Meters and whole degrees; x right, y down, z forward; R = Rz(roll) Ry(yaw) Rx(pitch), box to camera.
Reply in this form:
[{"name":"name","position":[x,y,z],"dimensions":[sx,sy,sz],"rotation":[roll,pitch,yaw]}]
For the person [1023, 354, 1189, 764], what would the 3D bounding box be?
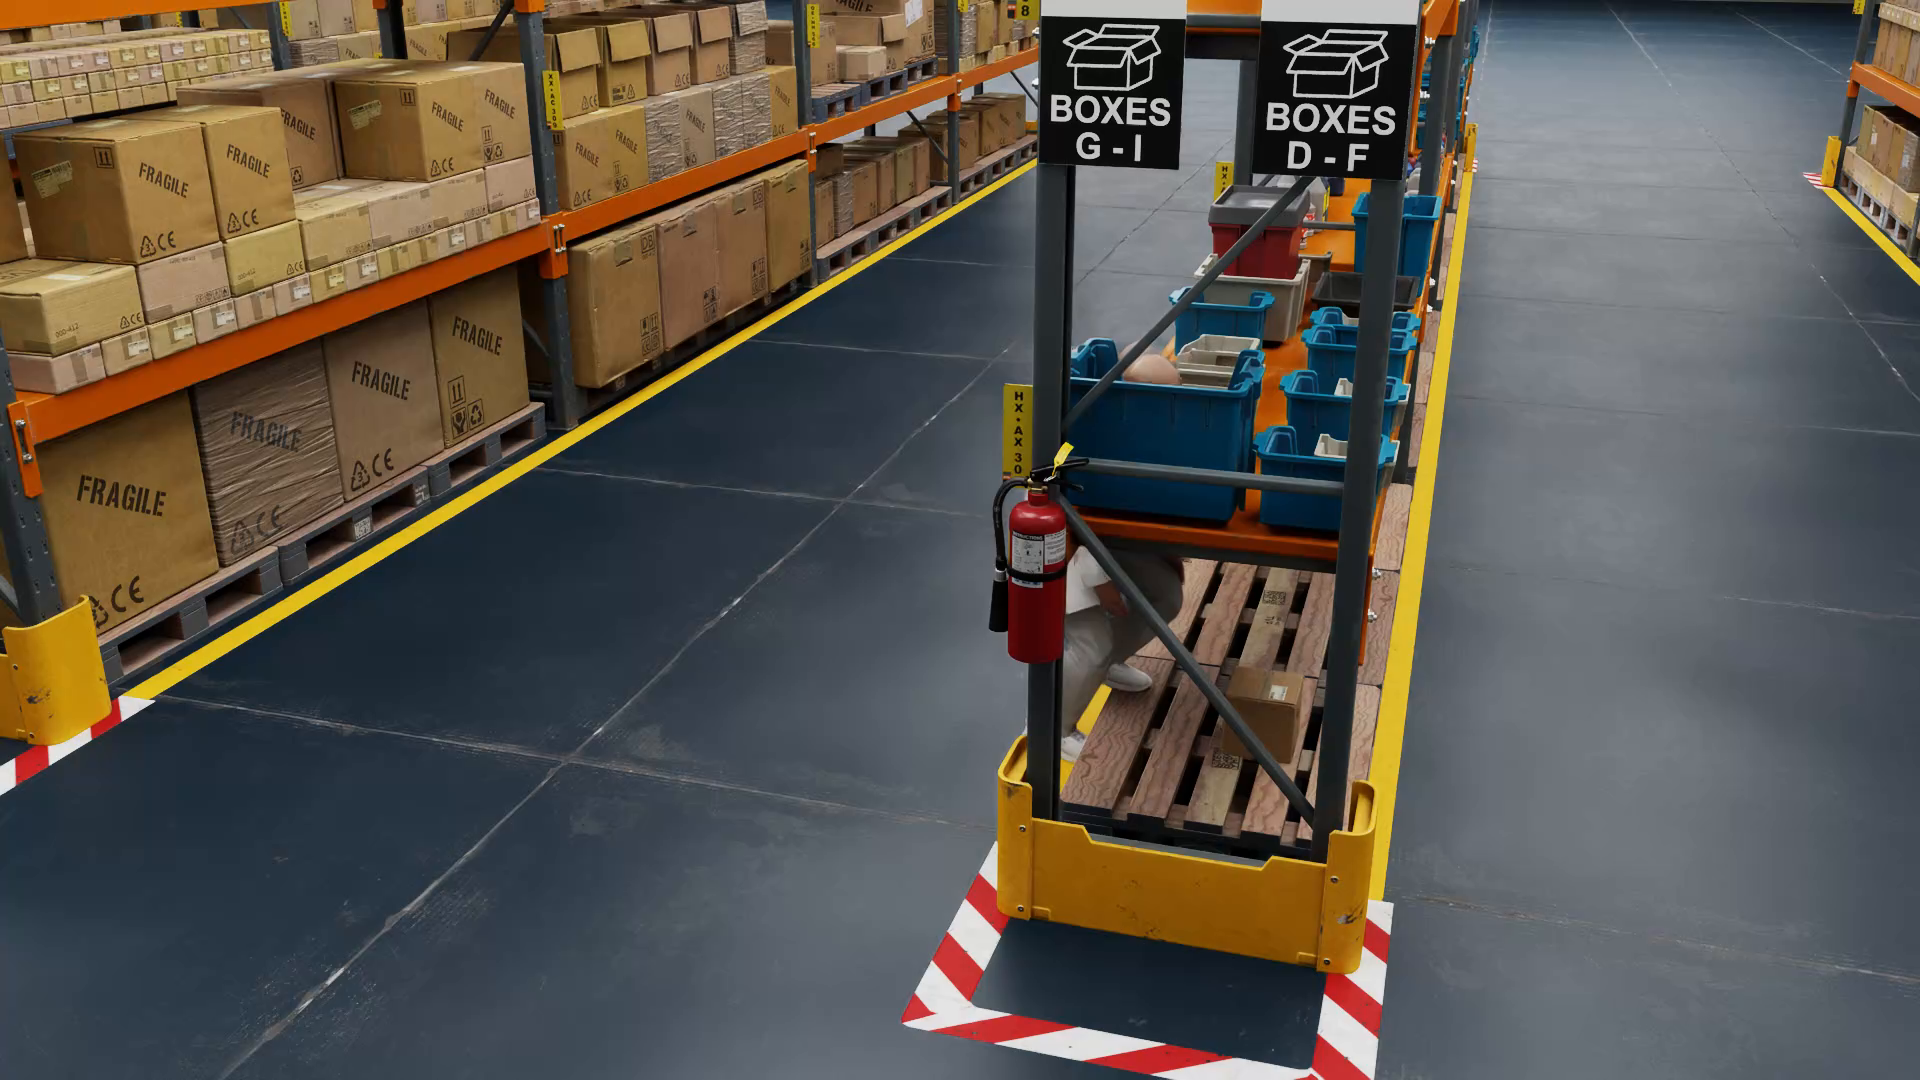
[{"name":"person","position":[0.520,0.048,6.270],"dimensions":[0.590,1.576,0.623],"rotation":[14,26,32]}]
